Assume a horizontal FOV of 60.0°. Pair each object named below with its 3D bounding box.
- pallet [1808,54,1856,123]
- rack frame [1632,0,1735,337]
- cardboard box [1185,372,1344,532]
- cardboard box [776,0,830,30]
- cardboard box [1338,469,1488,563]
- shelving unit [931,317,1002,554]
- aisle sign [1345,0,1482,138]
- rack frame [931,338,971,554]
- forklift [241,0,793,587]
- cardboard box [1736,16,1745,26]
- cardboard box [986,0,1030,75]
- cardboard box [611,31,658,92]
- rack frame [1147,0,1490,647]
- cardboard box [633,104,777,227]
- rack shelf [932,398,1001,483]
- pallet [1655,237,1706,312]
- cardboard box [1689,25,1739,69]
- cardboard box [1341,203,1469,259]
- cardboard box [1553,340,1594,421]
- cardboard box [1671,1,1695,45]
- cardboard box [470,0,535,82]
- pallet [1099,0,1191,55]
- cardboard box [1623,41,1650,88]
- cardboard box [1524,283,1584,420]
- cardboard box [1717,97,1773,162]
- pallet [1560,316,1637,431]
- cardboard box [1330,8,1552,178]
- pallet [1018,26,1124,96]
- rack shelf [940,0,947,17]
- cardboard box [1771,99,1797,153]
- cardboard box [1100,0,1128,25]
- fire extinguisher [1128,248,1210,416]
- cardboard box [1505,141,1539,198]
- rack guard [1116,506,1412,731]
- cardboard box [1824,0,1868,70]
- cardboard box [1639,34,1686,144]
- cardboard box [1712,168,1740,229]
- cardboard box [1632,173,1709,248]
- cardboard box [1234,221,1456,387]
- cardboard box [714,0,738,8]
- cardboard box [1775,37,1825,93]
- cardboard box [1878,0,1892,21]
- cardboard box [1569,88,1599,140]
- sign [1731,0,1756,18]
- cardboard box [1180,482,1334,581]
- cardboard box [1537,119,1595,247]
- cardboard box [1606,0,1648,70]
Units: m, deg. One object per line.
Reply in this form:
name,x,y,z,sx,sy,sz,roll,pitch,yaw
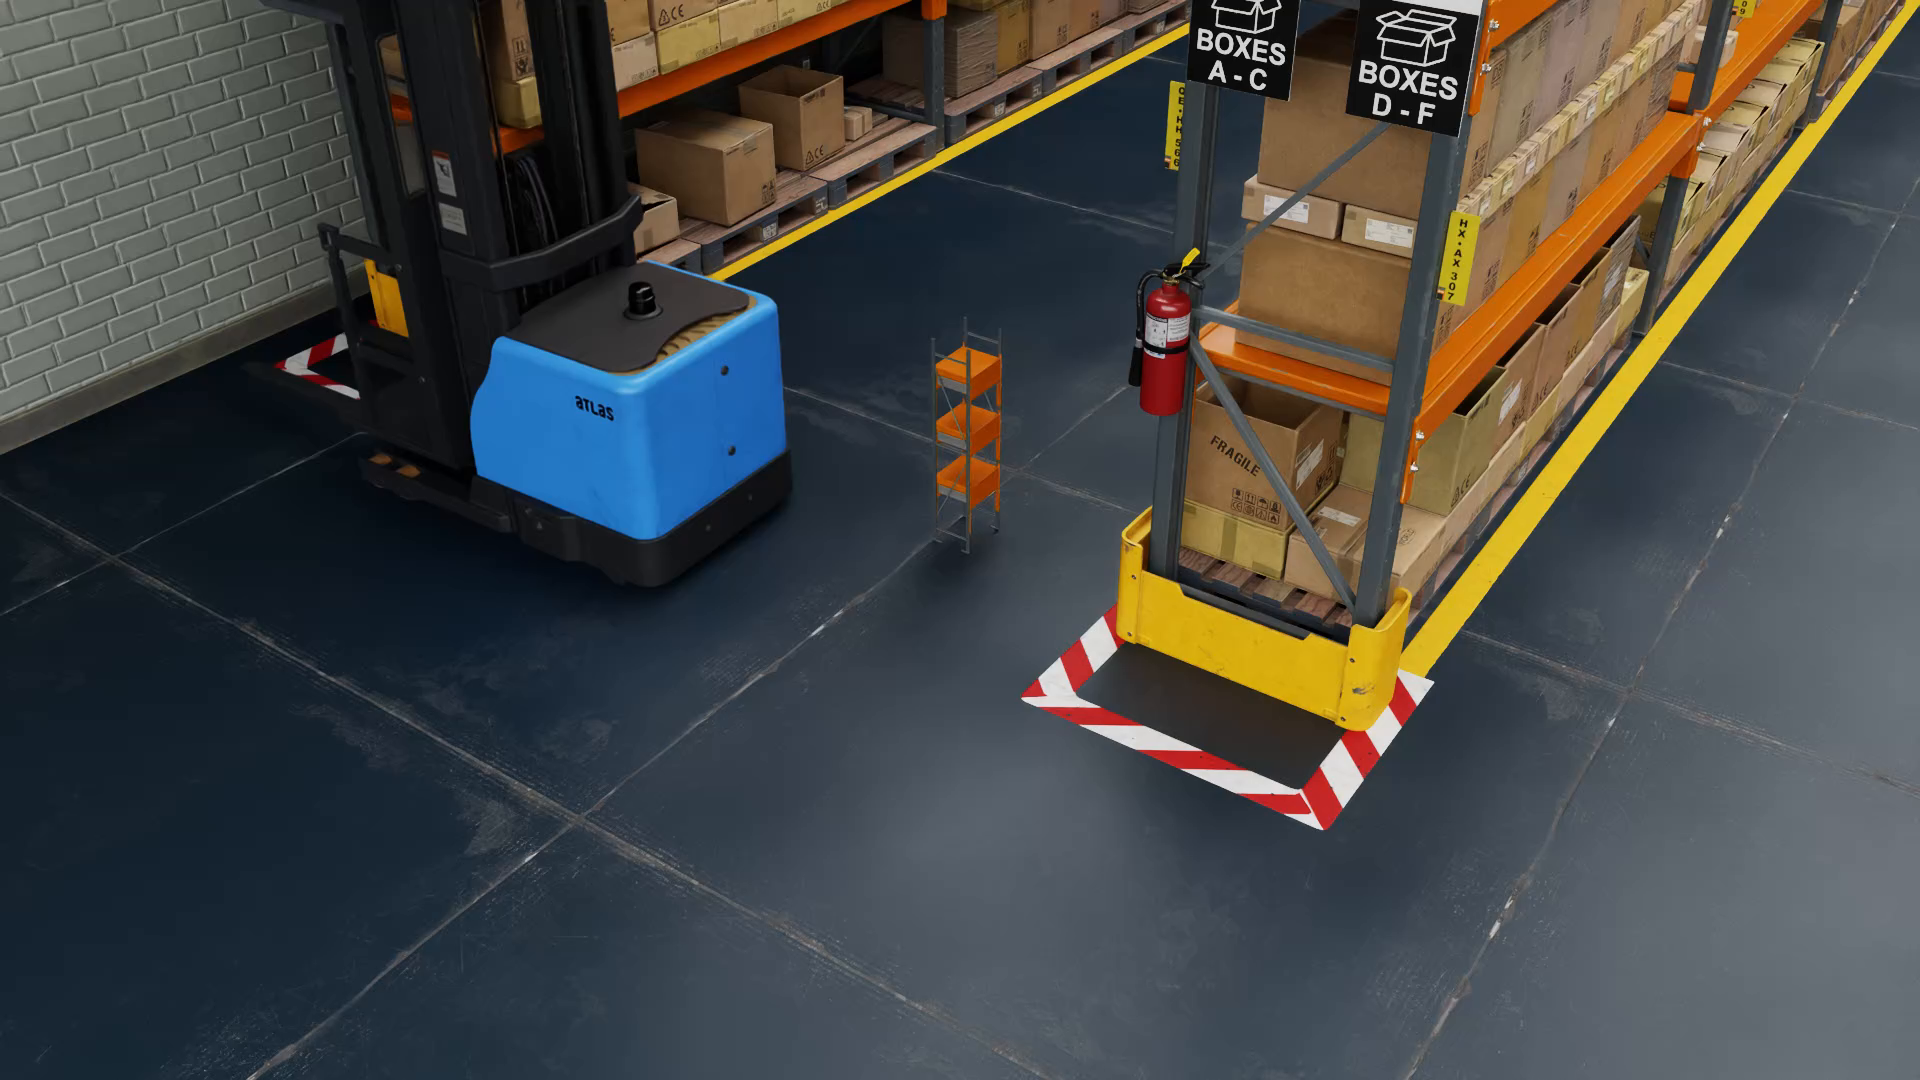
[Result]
pallet,6.255,-3.600,12.885,1.003,0.211,1.213,21,39,28
rack frame,3.517,-2.583,8.892,1.000,3.000,0.127,21,39,28
cardboard box,1.298,-0.430,7.118,0.500,0.500,0.500,21,39,28
cardboard box,-1.140,-3.332,10.115,0.500,0.250,0.500,21,39,28
cardboard box,2.007,-0.184,7.424,0.500,0.250,0.500,21,39,28
shelving unit,0.031,-0.460,7.492,0.215,1.050,0.252,21,39,28
aisle sign,1.451,-1.691,5.252,0.394,0.787,0.004,21,39,28
rack frame,-0.039,-0.403,7.409,0.200,1.050,0.008,21,39,28
forklift,-2.316,-1.634,7.550,3.031,2.935,1.130,20,39,27
cardboard box,4.555,-3.446,10.078,0.500,0.500,0.500,21,39,28
cardboard box,0.105,-3.908,12.690,0.700,0.500,0.500,20,39,27
cardboard box,-2.012,-2.636,9.086,0.500,0.250,0.500,20,39,27
rack frame,1.237,-0.742,6.170,1.000,3.000,0.127,21,39,28
cardboard box,-1.582,-2.343,10.376,0.700,0.500,0.500,19,38,25
rack shelf,0.031,-0.451,7.498,0.215,0.259,0.240,21,39,28
pallet,3.905,-1.779,10.193,1.003,0.211,1.213,21,39,28
cardboard box,4.191,-2.821,9.469,0.380,0.149,0.250,21,39,28
cardboard box,1.637,-1.164,6.125,0.380,0.149,0.250,21,39,28
cardboard box,2.866,-0.873,8.443,0.500,0.250,0.500,21,39,28
cardboard box,3.396,-2.586,8.229,0.380,0.149,0.250,20,39,27
cardboard box,-2.316,-2.703,8.516,0.500,0.500,0.500,21,39,28
pallet,1.280,-4.490,14.201,1.003,0.211,1.213,21,39,28
cardboard box,2.957,-2.232,7.704,0.380,0.149,0.250,21,39,28
cardboard box,2.583,-0.953,7.892,0.500,0.500,0.500,21,39,28
cardboard box,4.833,-2.669,10.598,0.500,0.311,0.500,22,40,29
pallet,3.030,-1.075,9.152,1.003,0.211,1.213,21,39,28
cardboard box,1.839,-1.800,6.487,0.700,0.500,0.500,20,39,27
pallet,0.584,-3.931,13.374,1.003,0.211,1.213,21,39,28
rack shelf,0.586,-4.786,12.792,1.077,0.370,4.000,21,39,28
cardboard box,5.408,-2.900,11.441,0.500,0.250,0.500,21,39,28
cardboard box,0.970,-4.603,13.718,0.700,0.500,0.500,21,39,28
fire extinguisher,0.788,-0.804,6.331,0.296,0.674,0.183,21,39,28
cardboard box,2.075,-1.516,6.646,0.380,0.149,0.250,21,39,28
rack guard,1.223,0.304,6.854,1.175,0.500,0.348,21,39,28
cardboard box,6.586,-3.932,12.725,0.500,0.500,0.500,20,39,27
cardboard box,3.270,-2.418,8.559,0.700,0.500,0.500,20,39,27
cardboard box,4.537,-2.199,10.403,0.500,0.250,0.500,20,39,27
cardboard box,3.958,-1.961,9.551,0.500,0.311,0.500,21,40,28
cardboard box,1.513,-0.994,6.454,0.700,0.500,0.500,21,39,28
cardboard box,-1.442,-3.405,9.554,0.500,0.500,0.500,23,40,30
cardboard box,5.702,-3.371,11.637,0.500,0.311,0.500,22,40,29
cardboard box,7.458,-4.637,13.768,0.500,0.500,0.500,22,40,29
cardboard box,2.514,-1.871,7.171,0.380,0.149,0.250,22,40,29
sign,3.974,-2.798,8.366,0.100,0.325,0.005,21,39,28
cardboard box,1.300,-0.118,7.327,0.500,0.250,0.500,21,39,28
cardboard box,2.394,-1.708,7.508,0.700,0.500,0.500,23,40,30
cardboard box,2.696,-2.492,7.511,0.700,0.500,0.500,21,39,28
